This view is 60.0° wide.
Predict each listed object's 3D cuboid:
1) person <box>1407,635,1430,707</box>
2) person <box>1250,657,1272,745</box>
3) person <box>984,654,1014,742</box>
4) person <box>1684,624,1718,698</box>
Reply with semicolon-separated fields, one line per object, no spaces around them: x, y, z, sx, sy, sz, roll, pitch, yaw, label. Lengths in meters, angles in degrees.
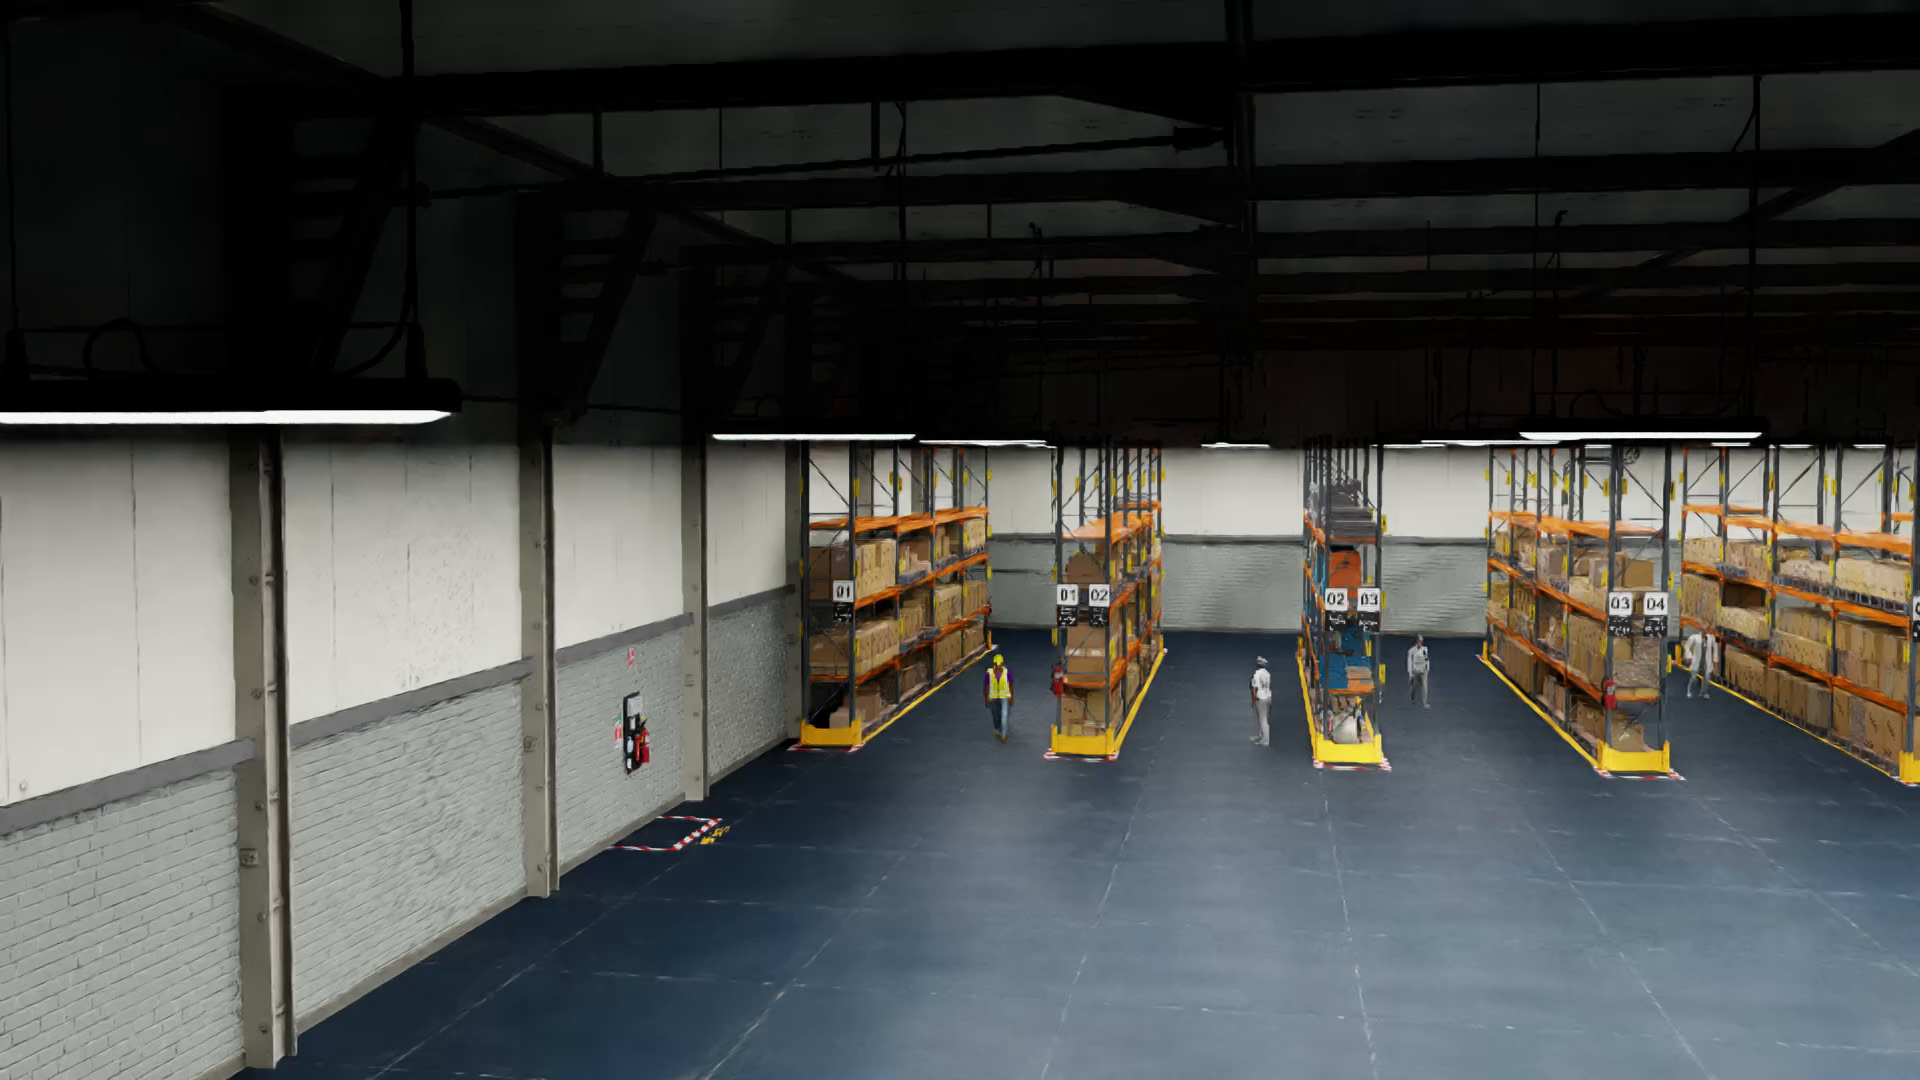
10.220;2.896;37.089;0.498;1.585;1.075;0;3;8;person
5.852;3.124;32.405;0.545;1.663;0.574;3;4;40;person
0.748;3.087;32.764;0.583;1.686;1.111;0;3;9;person
17.094;2.786;38.377;0.729;1.733;0.546;0;3;9;person
